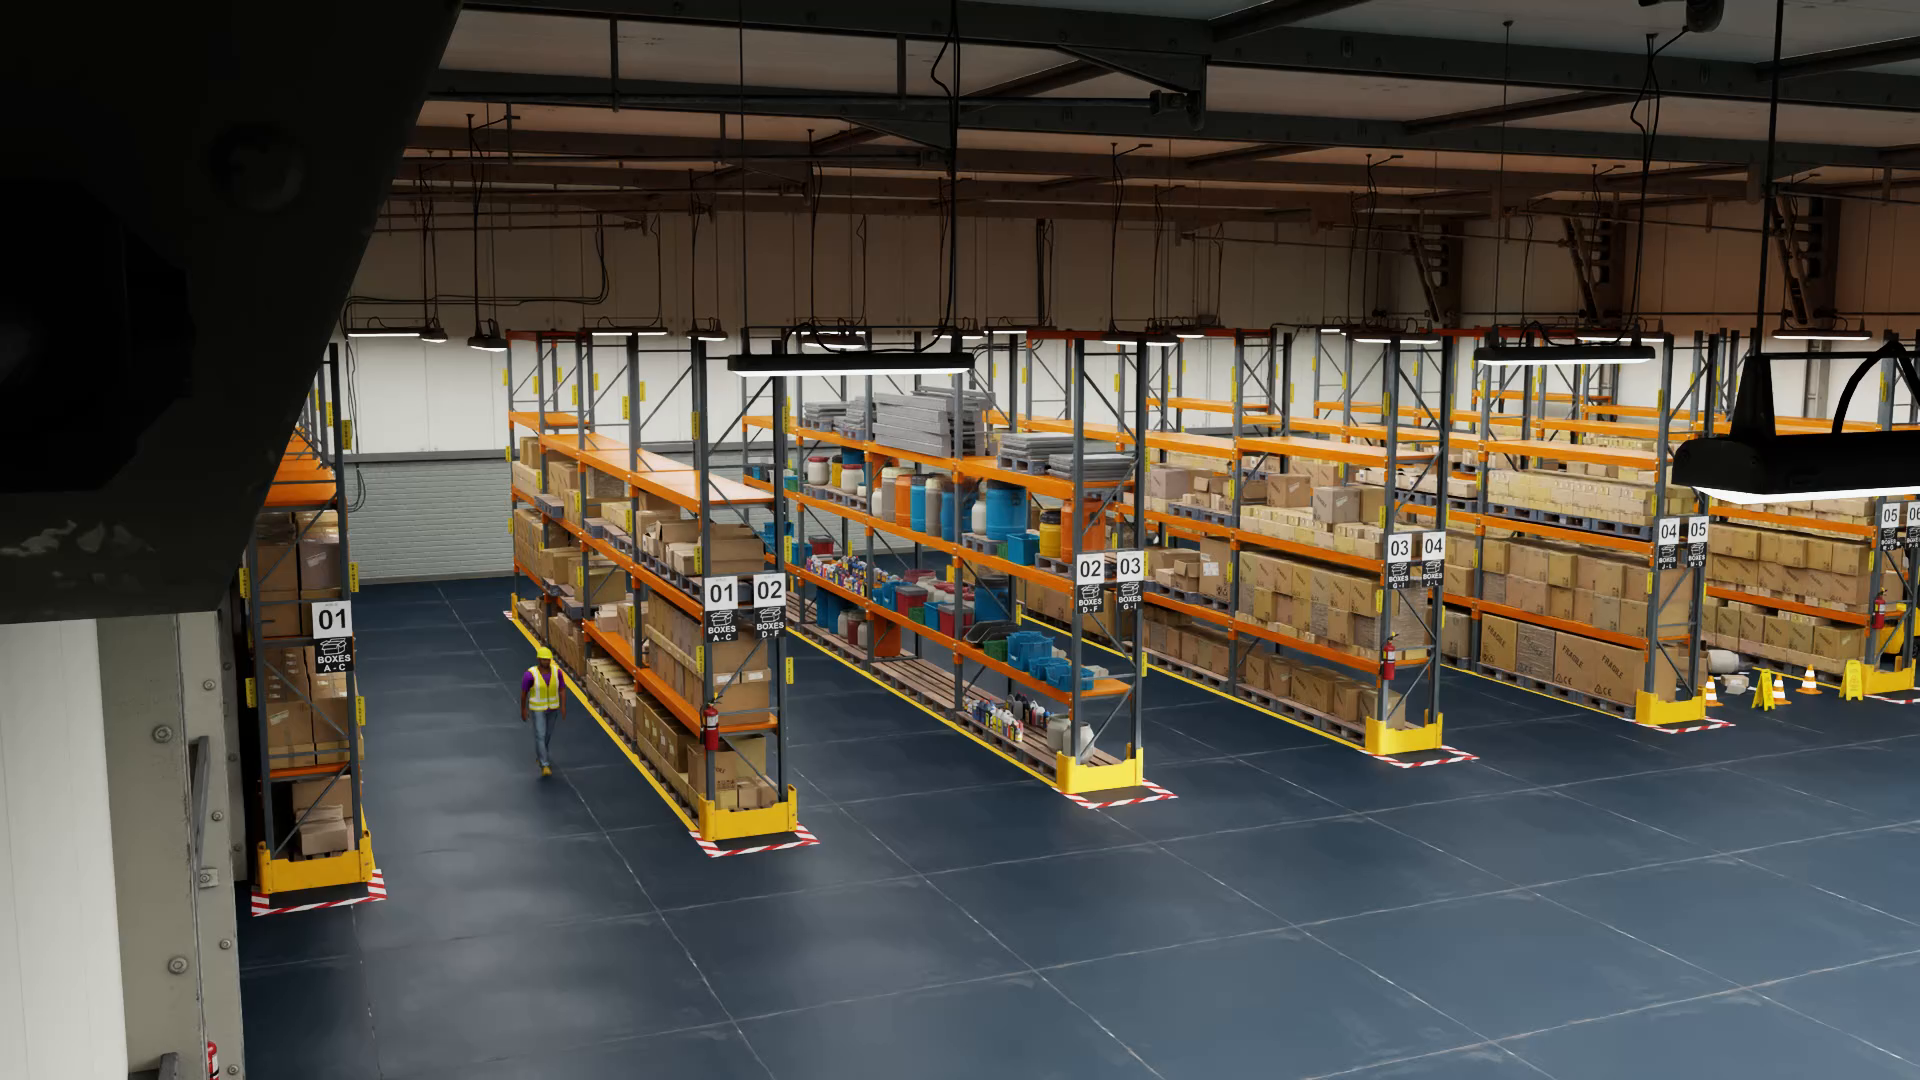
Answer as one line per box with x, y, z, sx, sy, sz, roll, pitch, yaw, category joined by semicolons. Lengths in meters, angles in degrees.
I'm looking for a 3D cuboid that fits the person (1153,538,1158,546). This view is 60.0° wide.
4.101;0.813;34.089;0.591;1.720;1.039;-3;8;-23;person

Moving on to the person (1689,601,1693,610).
15.122;0.802;34.266;0.609;1.805;0.460;-7;11;-43;person

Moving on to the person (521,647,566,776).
-5.711;2.335;23.005;0.587;1.710;0.998;-6;10;-39;person
